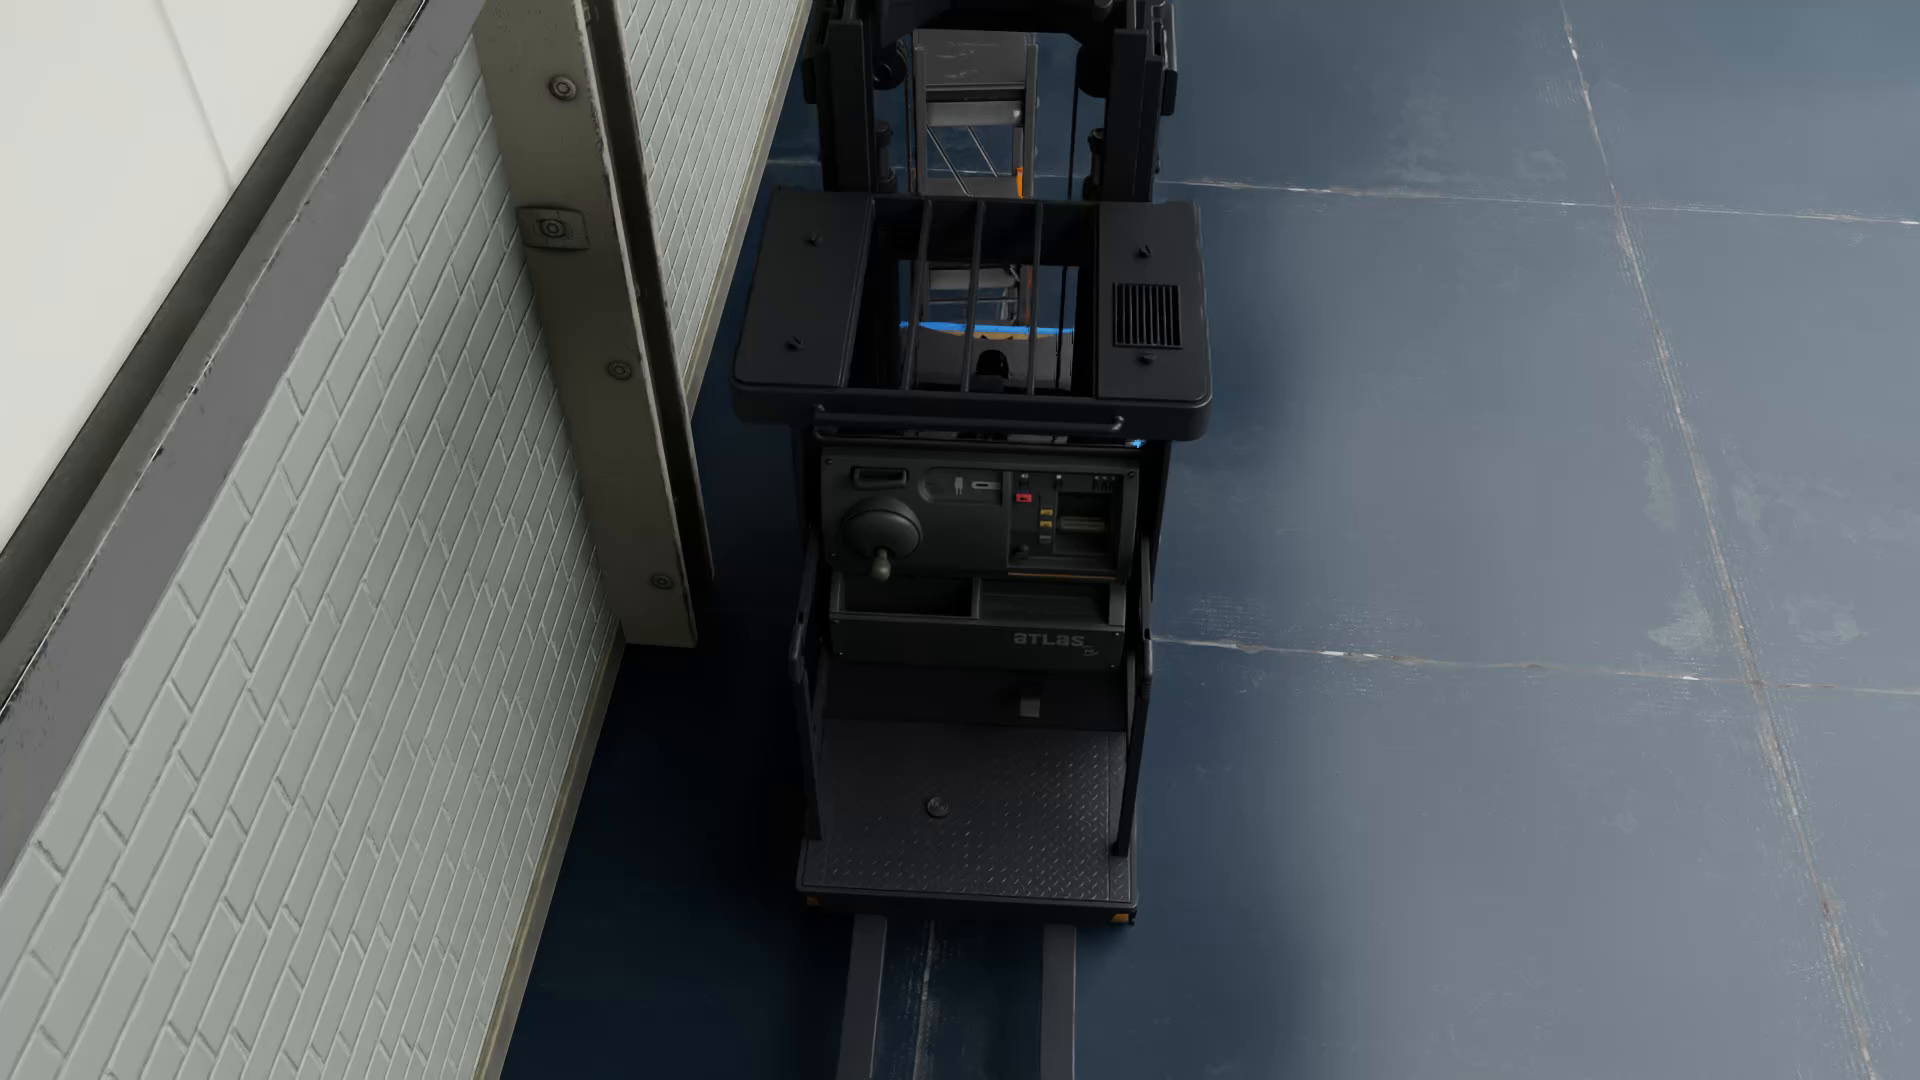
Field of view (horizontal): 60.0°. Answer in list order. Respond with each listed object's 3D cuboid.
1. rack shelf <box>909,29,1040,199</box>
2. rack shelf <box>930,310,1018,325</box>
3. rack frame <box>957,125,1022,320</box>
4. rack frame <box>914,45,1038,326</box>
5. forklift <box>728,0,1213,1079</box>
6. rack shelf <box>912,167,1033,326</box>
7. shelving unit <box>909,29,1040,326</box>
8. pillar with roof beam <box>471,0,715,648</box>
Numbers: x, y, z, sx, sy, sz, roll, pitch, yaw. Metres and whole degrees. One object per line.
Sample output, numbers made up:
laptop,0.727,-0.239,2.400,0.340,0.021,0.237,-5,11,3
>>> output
rack shelf,0.042,-1.533,5.825,0.431,0.518,0.480,-2,48,-2
rack shelf,0.042,-0.588,6.858,0.431,0.518,0.480,-2,48,-2
rack frame,0.032,-1.249,6.496,0.400,2.100,0.015,-2,48,-2
rack frame,0.052,-0.889,6.167,0.400,2.100,0.015,-2,48,-2
forklift,0.045,0.037,4.756,1.130,2.935,3.031,3,48,2
rack shelf,0.042,-1.060,6.341,0.431,0.518,0.480,-2,48,-2
shelving unit,0.042,-1.069,6.331,0.431,2.100,0.503,-2,48,-2
pillar with roof beam,3.134,-2.489,2.954,9.100,9.000,0.400,4,48,4
